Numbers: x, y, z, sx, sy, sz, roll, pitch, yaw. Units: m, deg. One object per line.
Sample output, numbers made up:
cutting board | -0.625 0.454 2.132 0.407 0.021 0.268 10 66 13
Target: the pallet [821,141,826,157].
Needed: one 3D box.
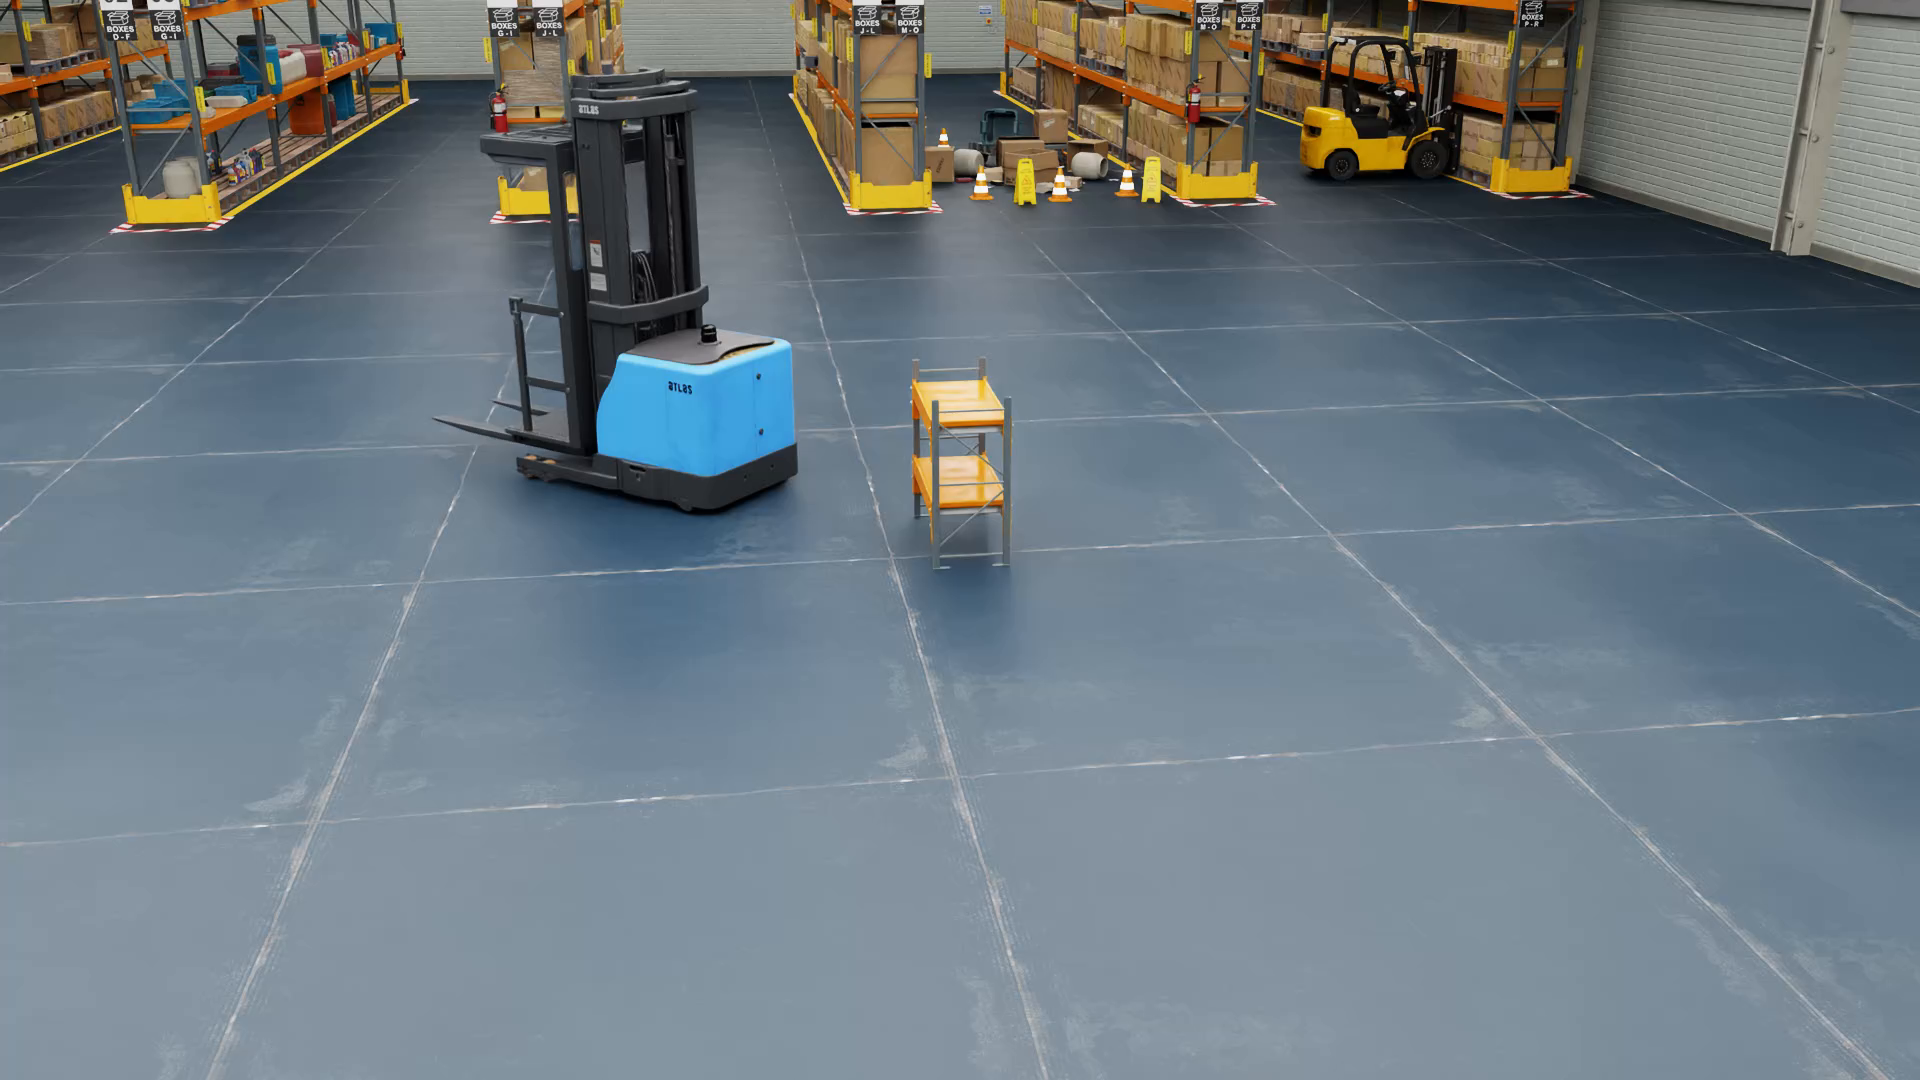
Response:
pallet | -1.950 -7.044 29.774 1.003 0.211 1.213 -3 21 -8

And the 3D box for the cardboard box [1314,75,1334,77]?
cardboard box | 7.630 -9.651 34.815 0.380 0.149 0.250 -4 21 -10

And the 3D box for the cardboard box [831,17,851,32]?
cardboard box | -1.883 -8.878 29.128 0.700 0.500 0.500 -3 21 -8

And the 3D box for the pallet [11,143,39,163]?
pallet | -16.808 -6.742 28.964 1.003 0.211 1.213 -3 21 -8

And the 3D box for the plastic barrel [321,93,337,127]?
plastic barrel | -12.236 -8.210 31.757 0.600 0.588 0.708 -3 21 -8

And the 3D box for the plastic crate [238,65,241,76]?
plastic crate | -11.876 -7.557 27.186 0.392 0.384 0.575 -3 21 -8

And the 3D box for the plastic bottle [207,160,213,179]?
plastic bottle | -11.472 -5.632 25.272 0.152 0.276 0.135 -3 21 -8

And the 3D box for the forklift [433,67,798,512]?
forklift | -2.719 -1.944 12.233 3.031 2.935 1.130 13 24 30

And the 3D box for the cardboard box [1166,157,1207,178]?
cardboard box | 3.489 -5.746 25.644 0.500 0.250 0.500 -3 21 -8

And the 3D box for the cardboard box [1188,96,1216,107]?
cardboard box | 3.609 -6.564 24.863 0.380 0.149 0.250 -2 21 -6

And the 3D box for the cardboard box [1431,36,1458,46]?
cardboard box | 8.070 -8.296 27.647 0.380 0.149 0.250 -2 21 -7

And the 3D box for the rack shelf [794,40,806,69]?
rack shelf | -3.027 -10.789 36.843 1.077 0.370 4.000 -3 21 -8

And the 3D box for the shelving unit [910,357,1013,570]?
shelving unit | -0.001 -0.529 11.026 0.538 1.125 1.048 -3 21 -8

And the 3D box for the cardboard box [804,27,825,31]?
cardboard box | -2.829 -9.906 32.361 0.380 0.149 0.250 -3 21 -8

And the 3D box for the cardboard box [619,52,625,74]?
cardboard box | -8.067 -10.587 37.711 0.875 0.875 0.875 -3 21 -8

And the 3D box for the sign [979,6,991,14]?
sign | 0.676 -14.199 44.560 0.327 0.218 0.001 -3 21 -8

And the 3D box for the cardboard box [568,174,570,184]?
cardboard box | -6.125 -5.511 24.658 0.500 0.500 0.500 2 21 6

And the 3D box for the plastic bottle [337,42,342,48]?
plastic bottle | -12.249 -9.636 32.800 0.144 0.351 0.185 -3 21 -8

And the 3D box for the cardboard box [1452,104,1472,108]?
cardboard box | 8.560 -7.241 28.218 0.500 0.250 0.500 -3 21 -9

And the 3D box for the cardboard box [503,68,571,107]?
cardboard box | -5.984 -6.441 23.607 0.875 0.500 0.500 -3 21 -8

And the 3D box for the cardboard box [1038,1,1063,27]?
cardboard box | 1.924 -11.066 34.986 0.500 0.500 0.500 -3 21 -7

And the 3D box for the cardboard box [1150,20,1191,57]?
cardboard box | 3.344 -7.731 25.630 0.700 0.500 0.500 -3 21 -8

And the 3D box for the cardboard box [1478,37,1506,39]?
cardboard box | 8.707 -8.149 27.253 0.380 0.149 0.250 -3 21 -8

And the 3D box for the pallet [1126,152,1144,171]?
pallet | 3.430 -6.411 28.080 1.003 0.211 1.213 -3 21 -8

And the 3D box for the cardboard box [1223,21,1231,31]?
cardboard box | 6.428 -11.903 38.588 0.500 0.250 0.500 -3 21 -9

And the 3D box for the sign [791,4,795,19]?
sign | -3.852 -12.196 38.347 0.100 0.325 0.005 -3 21 -8

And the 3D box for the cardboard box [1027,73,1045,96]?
cardboard box | 2.031 -10.247 37.427 0.875 0.438 0.875 -4 21 -9

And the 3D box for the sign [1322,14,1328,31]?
sign | 7.097 -10.059 32.320 0.100 0.325 0.005 -3 21 -8

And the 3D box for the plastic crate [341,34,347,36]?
plastic crate | -13.335 -10.973 36.462 0.416 0.233 0.300 -3 21 -8

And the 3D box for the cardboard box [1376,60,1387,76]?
cardboard box | 7.800 -8.465 29.807 0.500 0.250 0.500 -3 21 -8

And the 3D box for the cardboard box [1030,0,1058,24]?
cardboard box | 1.804 -11.383 35.833 0.500 0.500 0.500 -3 21 -8

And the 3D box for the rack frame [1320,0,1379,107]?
rack frame | 7.633 -9.585 32.591 1.000 3.000 0.127 -3 21 -8

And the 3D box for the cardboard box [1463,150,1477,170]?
cardboard box | 8.344 -6.043 26.438 0.500 0.250 0.500 -3 21 -8

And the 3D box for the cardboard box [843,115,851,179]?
cardboard box | -1.301 -6.016 25.473 0.875 0.875 0.875 -3 21 -9

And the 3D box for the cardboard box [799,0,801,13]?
cardboard box | -3.154 -11.416 35.497 0.500 0.500 0.500 -4 21 -9

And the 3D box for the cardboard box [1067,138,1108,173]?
cardboard box | 2.106 -6.339 27.469 0.500 0.500 0.500 12 24 29

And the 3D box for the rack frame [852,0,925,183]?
rack frame | -1.009 -6.279 23.739 1.000 3.000 0.127 -3 21 -8

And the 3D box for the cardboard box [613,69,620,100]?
cardboard box | -7.420 -8.890 33.167 1.225 0.875 0.875 -4 21 -10

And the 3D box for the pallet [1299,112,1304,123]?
pallet | 7.563 -8.539 33.776 1.003 0.211 1.213 -3 21 -8

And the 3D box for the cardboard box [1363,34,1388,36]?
cardboard box | 7.612 -9.186 30.455 0.380 0.149 0.250 -3 21 -9

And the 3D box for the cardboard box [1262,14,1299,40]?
cardboard box | 6.905 -11.034 35.730 0.700 0.500 0.500 -2 21 -6

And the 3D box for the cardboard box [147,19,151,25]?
cardboard box | -17.632 -11.305 35.625 0.500 0.500 0.500 -2 21 -6

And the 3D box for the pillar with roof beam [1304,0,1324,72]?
pillar with roof beam | 3.588 -13.849 35.435 9.100 9.000 0.400 -3 21 -8

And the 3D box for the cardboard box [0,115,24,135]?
cardboard box | -16.488 -7.158 28.621 0.500 0.311 0.500 -3 21 -9

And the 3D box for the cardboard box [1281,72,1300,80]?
cardboard box | 7.062 -9.887 35.446 0.380 0.149 0.250 -3 21 -9

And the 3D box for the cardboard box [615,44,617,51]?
cardboard box | -7.451 -10.402 35.138 0.380 0.149 0.250 -2 21 -6

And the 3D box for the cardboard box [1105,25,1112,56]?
cardboard box | 2.863 -8.830 29.402 0.500 0.500 0.500 -2 21 -6

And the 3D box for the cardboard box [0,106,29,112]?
cardboard box | -17.255 -7.682 30.441 0.500 0.500 0.500 -2 21 -6

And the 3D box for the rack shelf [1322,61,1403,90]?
rack shelf | 7.921 -8.555 30.863 1.077 0.370 4.000 -3 21 -8

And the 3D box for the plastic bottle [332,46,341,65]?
plastic bottle | -11.948 -9.262 31.798 0.144 0.351 0.185 -3 21 -8

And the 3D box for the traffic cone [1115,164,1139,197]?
traffic cone | 2.536 -5.459 25.170 0.336 0.463 0.334 -3 21 -8

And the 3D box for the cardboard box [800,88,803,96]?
cardboard box | -3.386 -10.042 37.289 0.380 0.149 0.250 -4 21 -10

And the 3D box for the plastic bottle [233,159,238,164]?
plastic bottle | -11.043 -5.683 25.399 0.061 0.283 0.133 -3 21 -8

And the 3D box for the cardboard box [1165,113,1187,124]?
cardboard box | 3.382 -6.515 25.703 0.380 0.149 0.250 -2 21 -6
